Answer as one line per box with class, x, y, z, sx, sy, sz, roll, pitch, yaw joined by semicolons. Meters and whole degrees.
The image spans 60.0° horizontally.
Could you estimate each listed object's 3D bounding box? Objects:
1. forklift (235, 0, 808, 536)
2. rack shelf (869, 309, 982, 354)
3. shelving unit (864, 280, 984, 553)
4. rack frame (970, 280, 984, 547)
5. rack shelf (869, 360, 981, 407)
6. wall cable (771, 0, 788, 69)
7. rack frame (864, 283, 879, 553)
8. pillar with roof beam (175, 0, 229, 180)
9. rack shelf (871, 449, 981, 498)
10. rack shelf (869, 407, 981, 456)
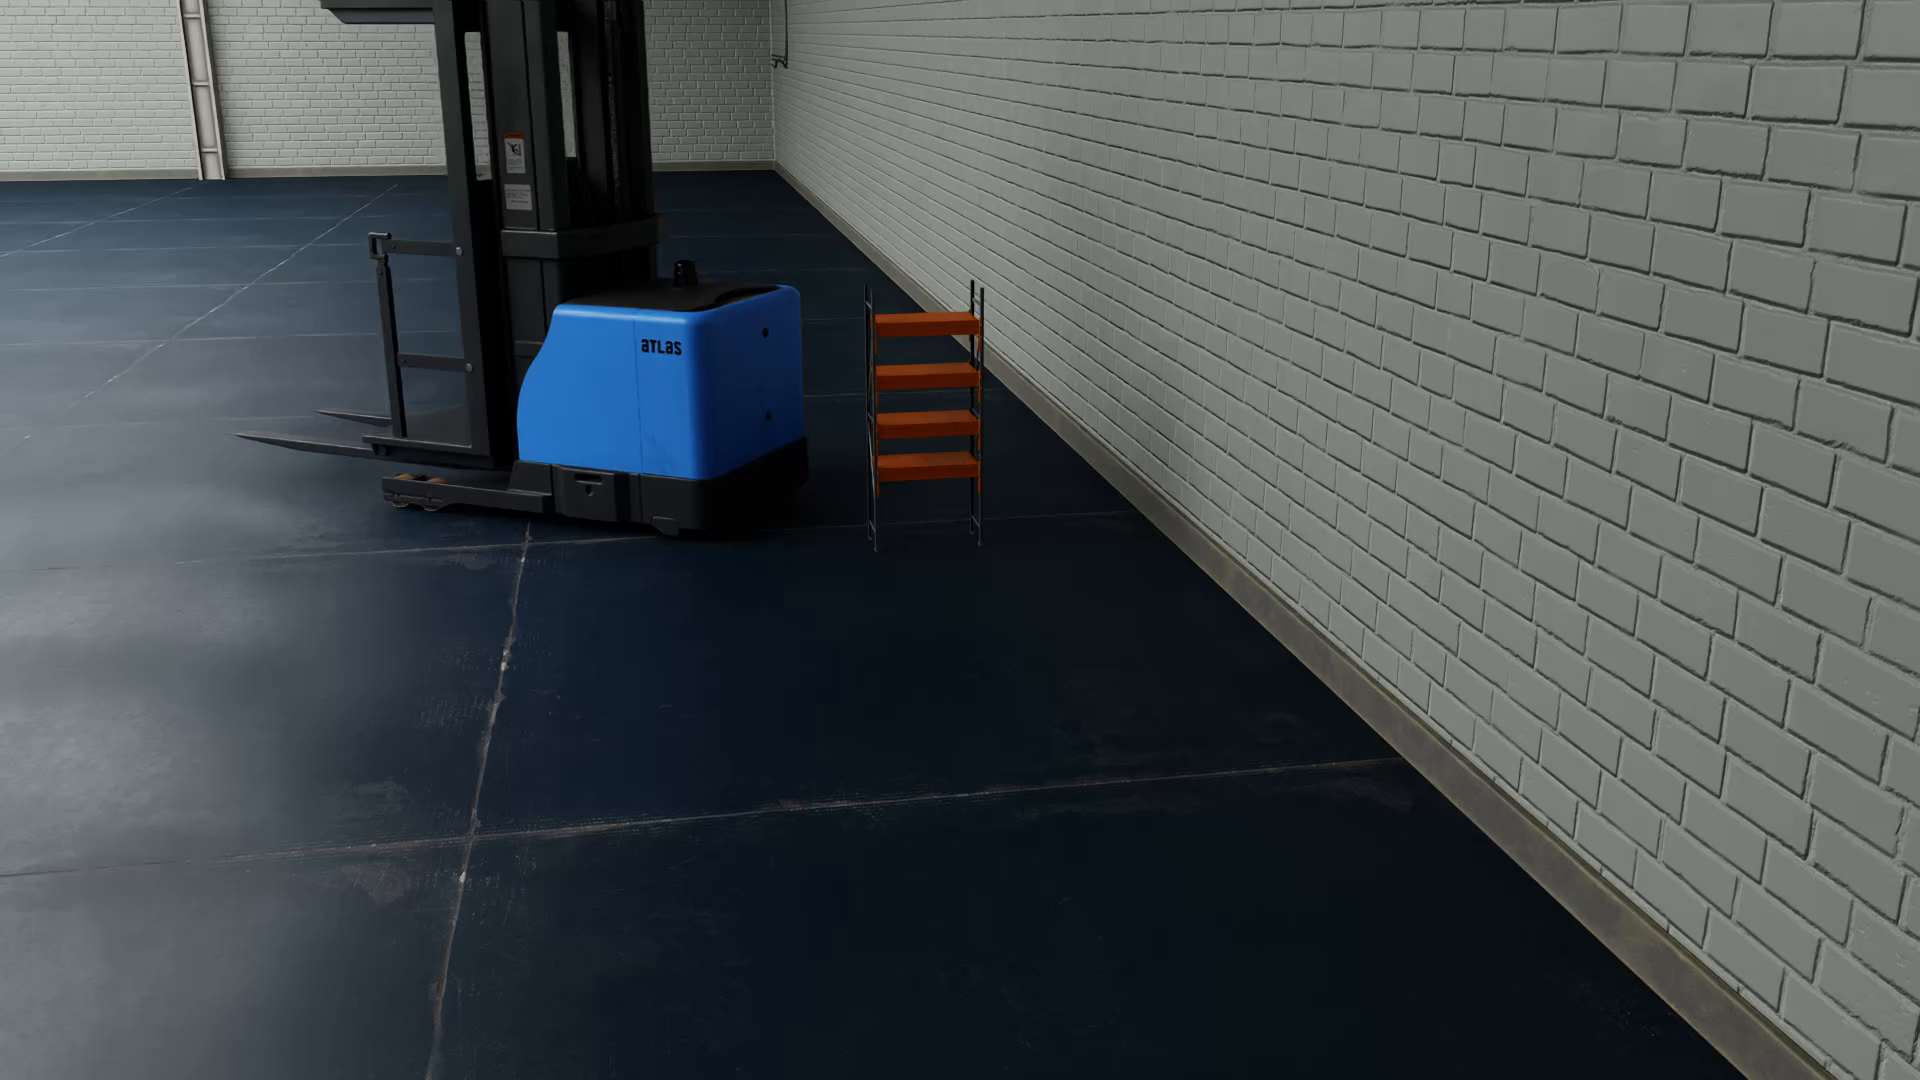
forklift;-2.349;-1.676;8.277;3.031;2.935;1.130;7;18;21
rack shelf;-0.163;-0.940;7.490;0.480;0.148;0.258;-3;17;-10
shelving unit;-0.163;-0.564;7.606;0.503;1.200;0.258;-3;17;-10
rack frame;0.077;-0.578;7.650;0.015;1.200;0.240;-3;17;-10
rack shelf;-0.163;-0.714;7.560;0.480;0.148;0.258;-3;17;-10
wall cable;-2.926;-8.728;26.189;0.112;2.526;3.097;-3;17;-10
rack frame;-0.402;-0.551;7.561;0.015;1.200;0.240;-3;17;-10
pillar with roof beam;-11.144;-8.854;21.312;0.400;9.000;9.100;-3;17;-10
rack shelf;-0.163;-0.310;7.684;0.480;0.148;0.258;-3;17;-10
rack shelf;-0.163;-0.500;7.625;0.480;0.148;0.258;-3;17;-10
